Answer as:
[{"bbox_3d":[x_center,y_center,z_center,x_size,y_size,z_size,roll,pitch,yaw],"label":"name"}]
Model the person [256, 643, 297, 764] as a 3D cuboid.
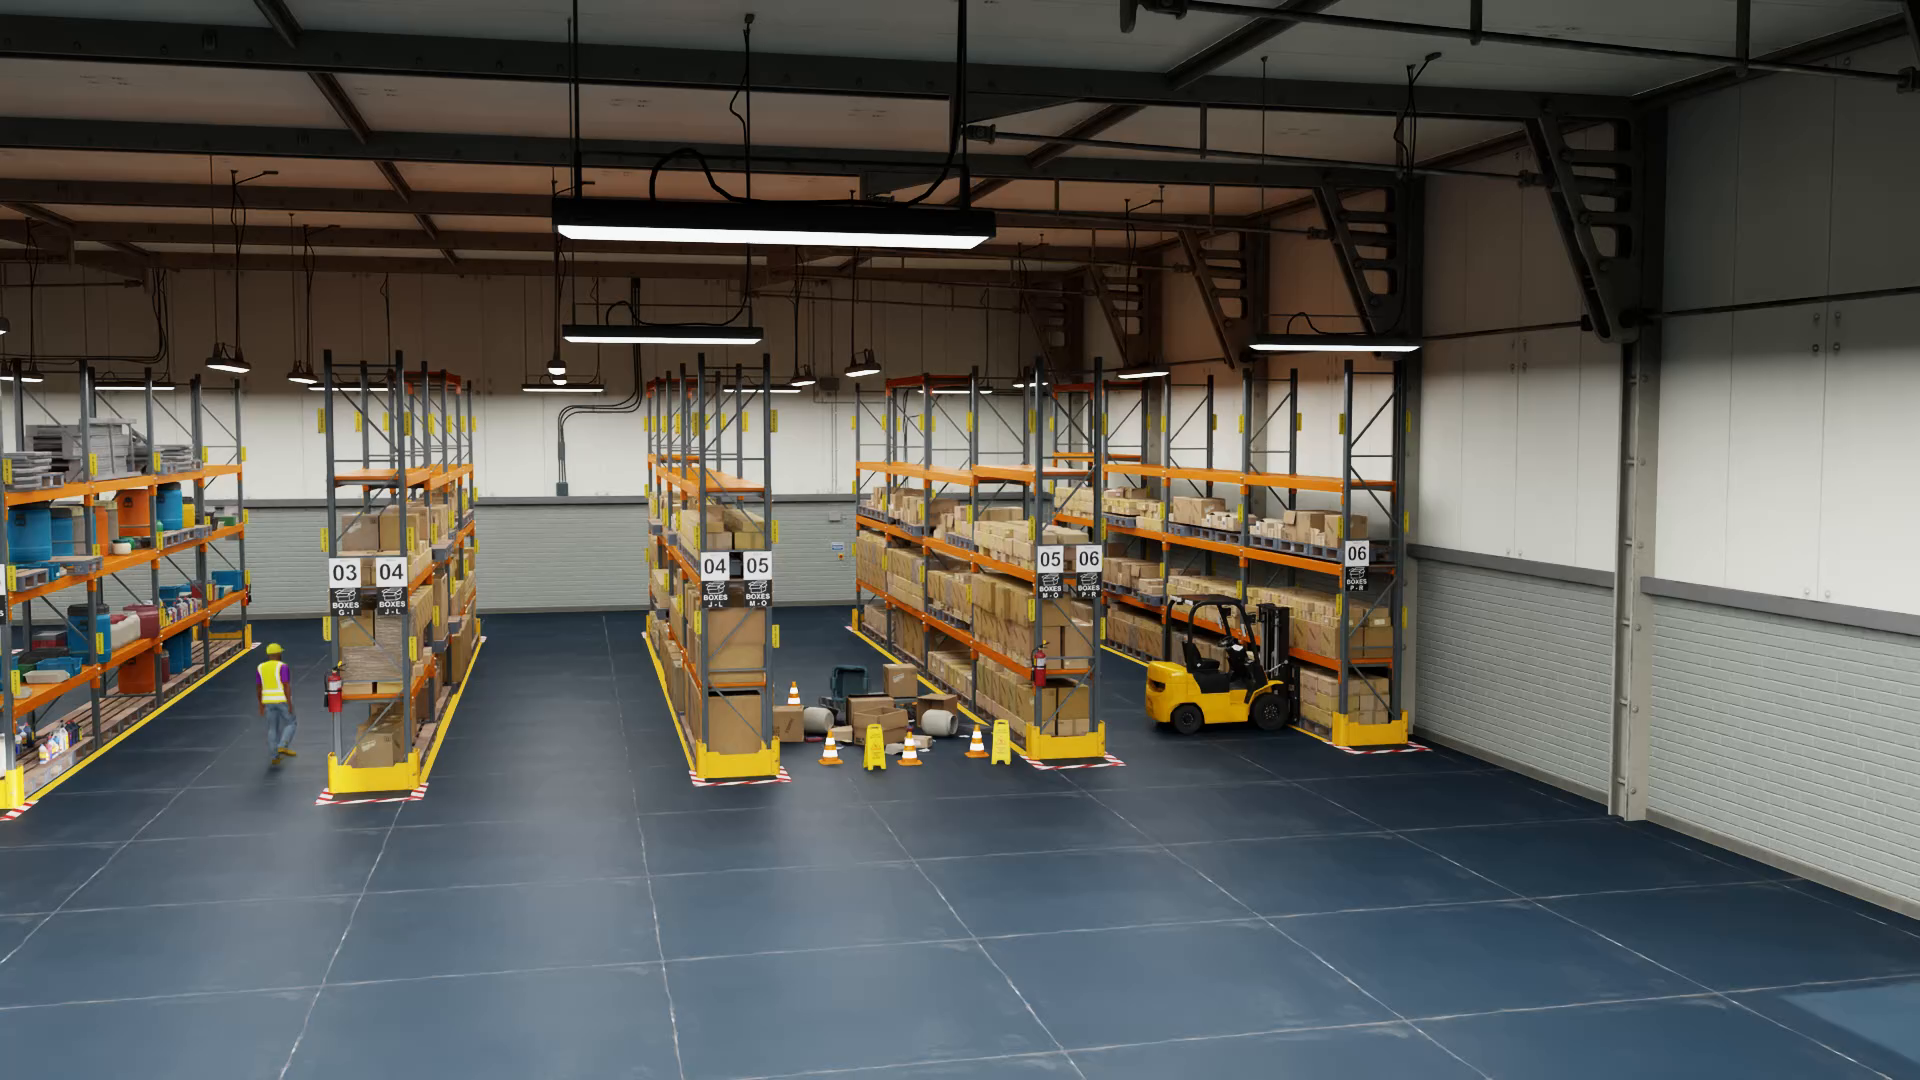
[{"bbox_3d":[-10.113,2.408,24.578,0.600,1.753,0.515,0,4,-3],"label":"person"}]
